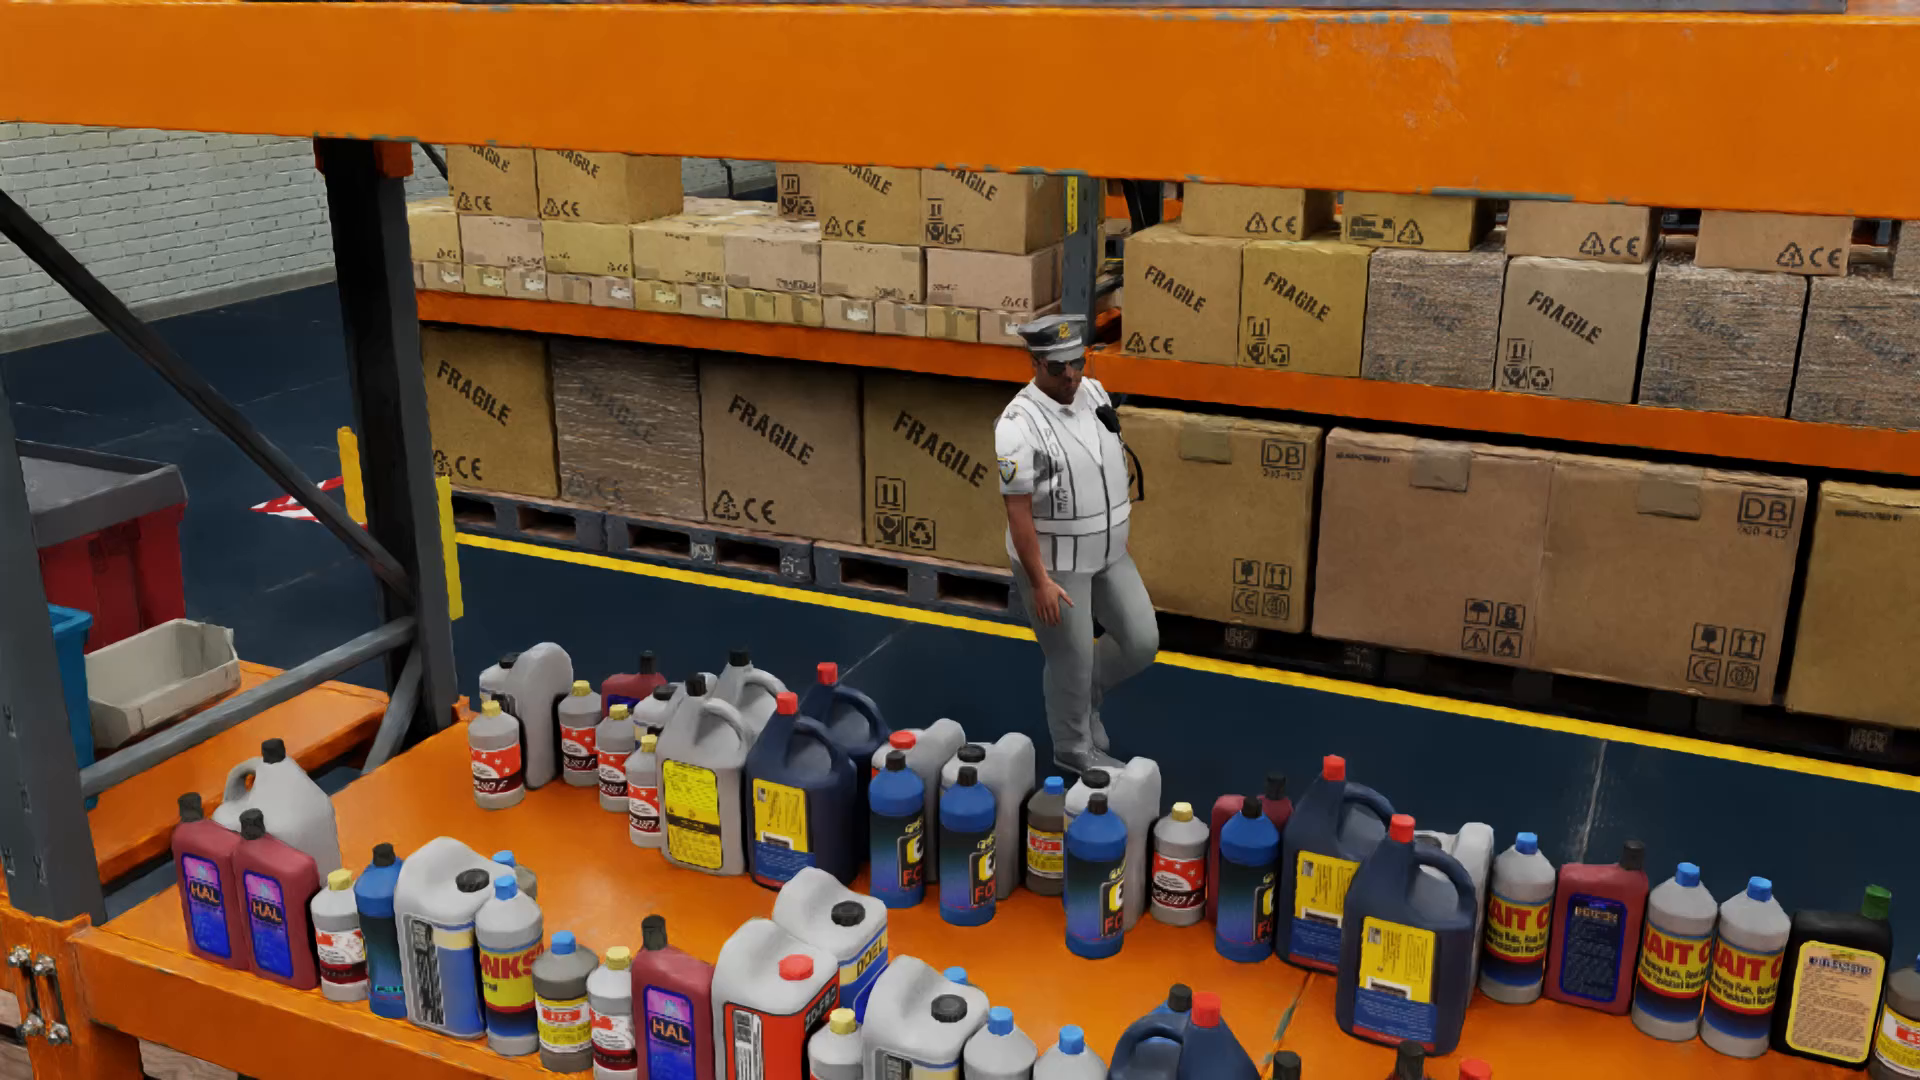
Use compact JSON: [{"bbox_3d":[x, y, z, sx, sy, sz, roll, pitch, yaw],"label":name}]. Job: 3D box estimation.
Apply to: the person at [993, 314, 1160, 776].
[{"bbox_3d":[0.409,0.050,5.855,0.637,1.731,0.483,-17,25,-40],"label":"person"}]
